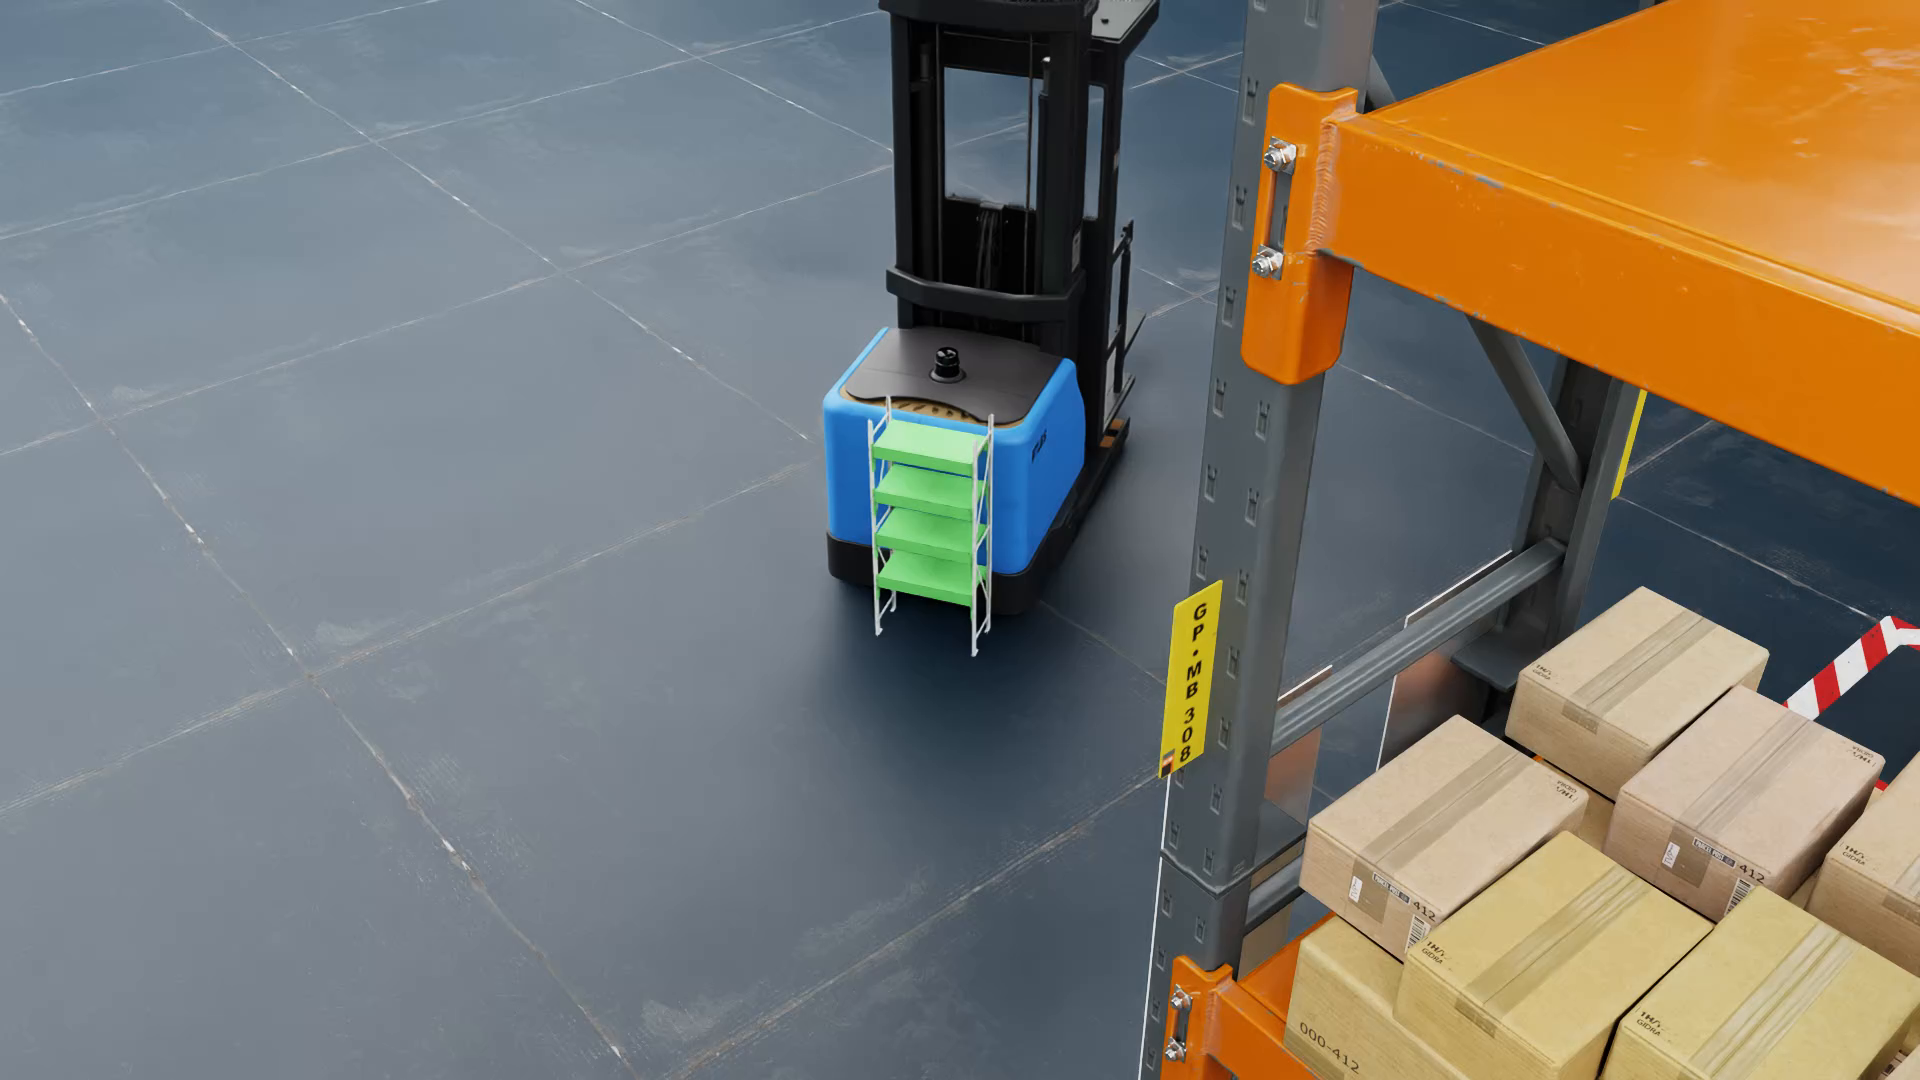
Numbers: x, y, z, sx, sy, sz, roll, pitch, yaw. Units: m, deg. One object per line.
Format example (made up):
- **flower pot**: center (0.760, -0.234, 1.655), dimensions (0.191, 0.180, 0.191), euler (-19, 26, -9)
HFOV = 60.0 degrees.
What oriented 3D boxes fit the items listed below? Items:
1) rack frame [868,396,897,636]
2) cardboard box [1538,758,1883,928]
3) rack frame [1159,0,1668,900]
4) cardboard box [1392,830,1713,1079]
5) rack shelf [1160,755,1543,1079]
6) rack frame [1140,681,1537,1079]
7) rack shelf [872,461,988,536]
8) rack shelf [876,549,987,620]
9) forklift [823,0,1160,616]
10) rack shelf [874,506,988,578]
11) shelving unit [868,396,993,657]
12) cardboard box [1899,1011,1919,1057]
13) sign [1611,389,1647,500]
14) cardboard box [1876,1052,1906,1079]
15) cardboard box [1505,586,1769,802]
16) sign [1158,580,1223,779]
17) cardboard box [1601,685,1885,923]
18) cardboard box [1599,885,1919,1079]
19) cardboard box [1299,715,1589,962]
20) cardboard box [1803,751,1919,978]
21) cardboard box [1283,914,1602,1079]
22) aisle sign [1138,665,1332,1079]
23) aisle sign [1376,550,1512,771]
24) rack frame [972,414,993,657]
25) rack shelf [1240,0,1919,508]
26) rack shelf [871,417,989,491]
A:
- **rack frame**: center (-0.359, -0.095, 7.747), dimensions (0.015, 1.200, 0.240), euler (11, 37, 16)
- **cardboard box**: center (1.255, 0.539, 2.829), dimensions (0.500, 0.250, 0.500), euler (-25, 42, -31)
- **rack frame**: center (0.750, -0.864, 2.085), dimensions (1.000, 3.000, 0.127), euler (-26, 43, -32)
- **cardboard box**: center (0.845, 0.617, 2.374), dimensions (0.380, 0.149, 0.250), euler (-25, 42, -31)
- **rack shelf**: center (2.041, 1.537, 1.913), dimensions (1.077, 0.370, 4.000), euler (-26, 43, -32)
- **rack frame**: center (0.750, 1.584, 3.819), dimensions (1.000, 3.000, 0.127), euler (-26, 43, -32)
- **rack shelf**: center (-0.129, -0.192, 7.580), dimensions (0.480, 0.148, 0.258), euler (11, 37, 16)
- **rack shelf**: center (-0.129, 0.199, 7.857), dimensions (0.480, 0.148, 0.258), euler (11, 37, 16)
- **forklift**: center (0.318, -1.681, 8.489), dimensions (1.130, 2.935, 3.031), euler (12, 37, 16)
- **rack shelf**: center (-0.129, 0.004, 7.719), dimensions (0.480, 0.148, 0.258), euler (11, 37, 16)
- **shelving unit**: center (-0.129, -0.049, 7.682), dimensions (0.503, 1.200, 0.258), euler (11, 37, 16)
- **cardboard box**: center (1.580, 0.759, 2.519), dimensions (0.500, 0.250, 0.500), euler (-26, 43, -32)
- **sign**: center (1.187, -0.200, 2.976), dimensions (0.100, 0.325, 0.005), euler (-26, 43, -32)
- **cardboard box**: center (1.201, 0.956, 2.241), dimensions (0.500, 0.250, 0.500), euler (-27, 43, -33)
- **cardboard box**: center (1.168, 0.265, 2.872), dimensions (0.380, 0.149, 0.250), euler (-26, 43, -32)
- **sign**: center (0.336, 0.206, 2.414), dimensions (0.100, 0.325, 0.005), euler (-26, 43, -32)
- **cardboard box**: center (1.246, 0.423, 2.648), dimensions (0.380, 0.149, 0.250), euler (-28, 44, -33)
- **cardboard box**: center (1.102, 0.682, 2.282), dimensions (0.380, 0.149, 0.250), euler (-27, 43, -33)
- **cardboard box**: center (0.751, 0.466, 2.587), dimensions (0.380, 0.149, 0.250), euler (-26, 43, -32)
- **cardboard box**: center (1.506, 0.503, 2.535), dimensions (0.380, 0.149, 0.250), euler (-28, 44, -34)
- **cardboard box**: center (0.864, 0.730, 2.559), dimensions (0.500, 0.250, 0.500), euler (-25, 42, -30)
- **aisle sign**: center (0.481, 0.608, 2.948), dimensions (0.394, 0.787, 0.004), euler (-26, 43, -32)
- **aisle sign**: center (0.939, 0.384, 3.264), dimensions (0.394, 0.787, 0.004), euler (-26, 43, -32)
- **rack frame**: center (0.102, -0.002, 7.616), dimensions (0.015, 1.200, 0.240), euler (11, 37, 16)
- **rack shelf**: center (2.041, 0.314, 1.047), dimensions (1.077, 0.370, 4.000), euler (-26, 43, -32)
- **rack shelf**: center (-0.129, -0.388, 7.441), dimensions (0.480, 0.148, 0.258), euler (11, 37, 16)
